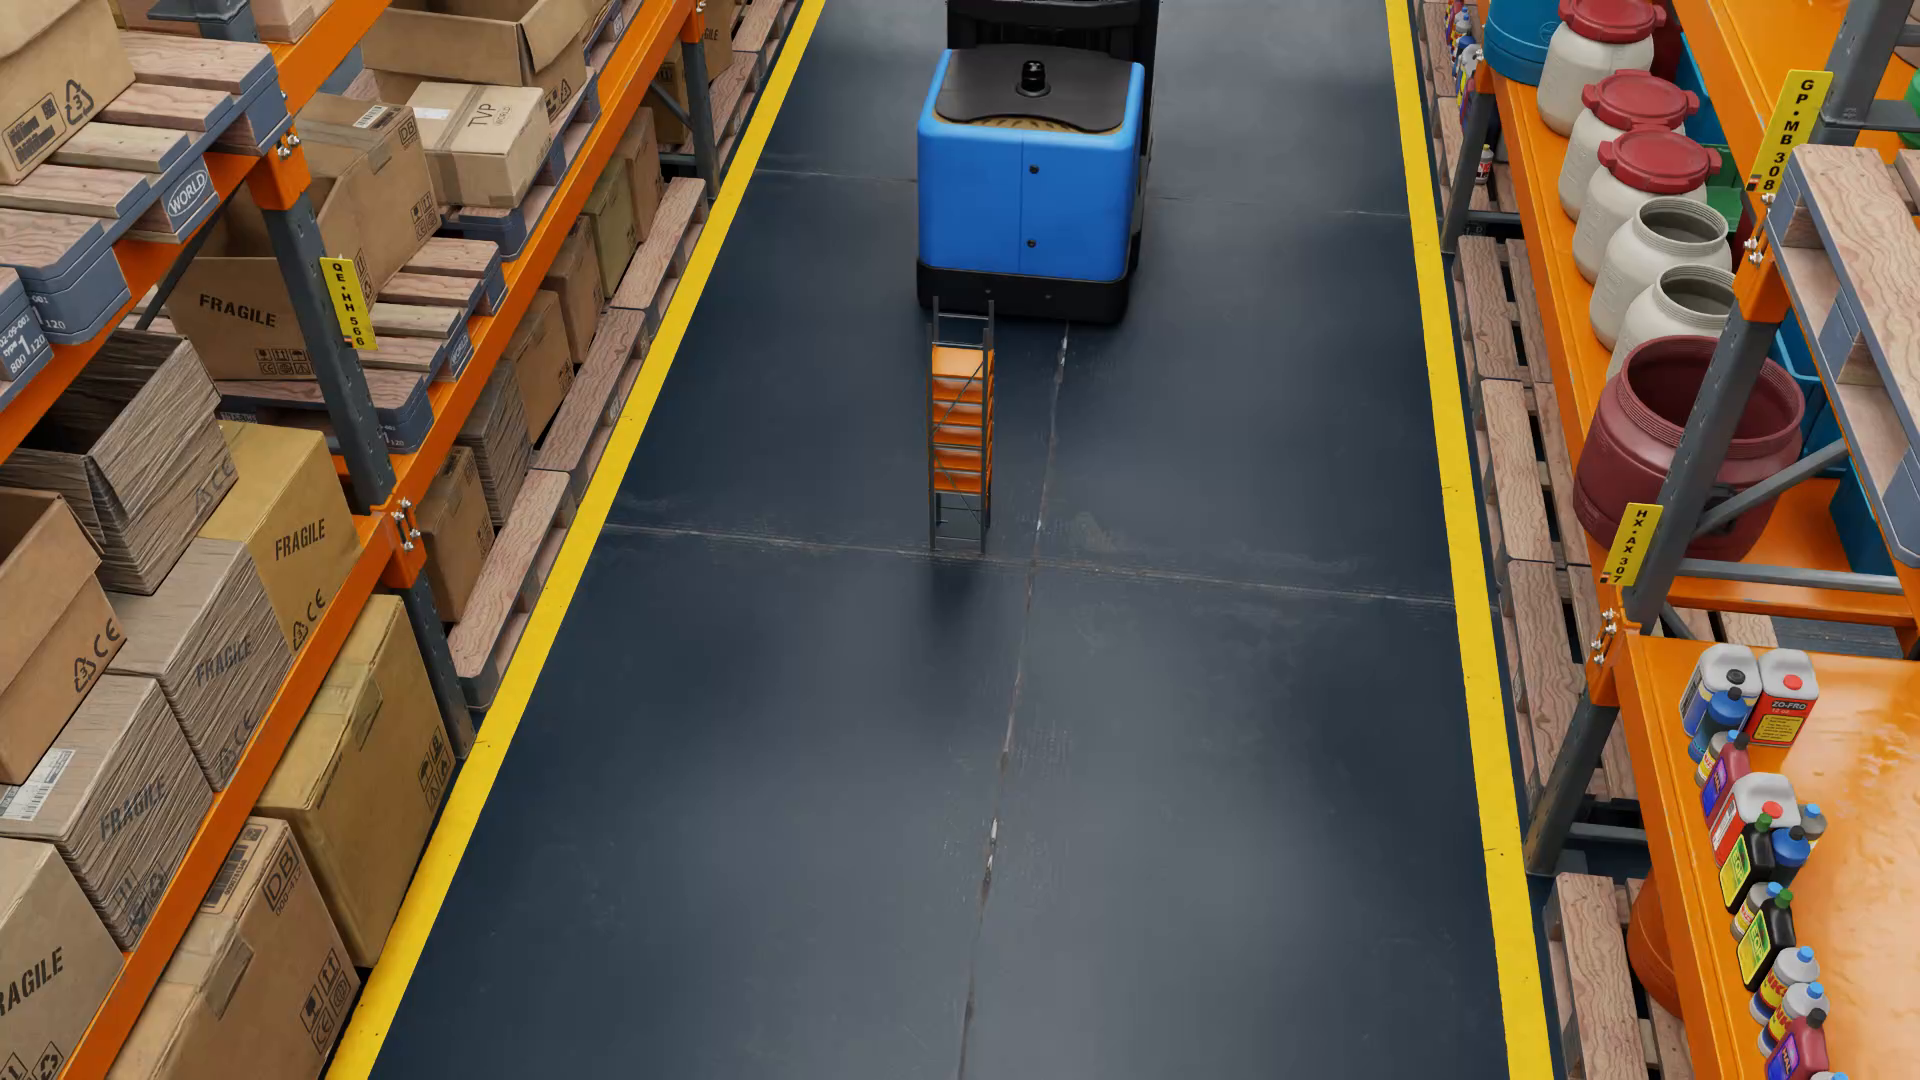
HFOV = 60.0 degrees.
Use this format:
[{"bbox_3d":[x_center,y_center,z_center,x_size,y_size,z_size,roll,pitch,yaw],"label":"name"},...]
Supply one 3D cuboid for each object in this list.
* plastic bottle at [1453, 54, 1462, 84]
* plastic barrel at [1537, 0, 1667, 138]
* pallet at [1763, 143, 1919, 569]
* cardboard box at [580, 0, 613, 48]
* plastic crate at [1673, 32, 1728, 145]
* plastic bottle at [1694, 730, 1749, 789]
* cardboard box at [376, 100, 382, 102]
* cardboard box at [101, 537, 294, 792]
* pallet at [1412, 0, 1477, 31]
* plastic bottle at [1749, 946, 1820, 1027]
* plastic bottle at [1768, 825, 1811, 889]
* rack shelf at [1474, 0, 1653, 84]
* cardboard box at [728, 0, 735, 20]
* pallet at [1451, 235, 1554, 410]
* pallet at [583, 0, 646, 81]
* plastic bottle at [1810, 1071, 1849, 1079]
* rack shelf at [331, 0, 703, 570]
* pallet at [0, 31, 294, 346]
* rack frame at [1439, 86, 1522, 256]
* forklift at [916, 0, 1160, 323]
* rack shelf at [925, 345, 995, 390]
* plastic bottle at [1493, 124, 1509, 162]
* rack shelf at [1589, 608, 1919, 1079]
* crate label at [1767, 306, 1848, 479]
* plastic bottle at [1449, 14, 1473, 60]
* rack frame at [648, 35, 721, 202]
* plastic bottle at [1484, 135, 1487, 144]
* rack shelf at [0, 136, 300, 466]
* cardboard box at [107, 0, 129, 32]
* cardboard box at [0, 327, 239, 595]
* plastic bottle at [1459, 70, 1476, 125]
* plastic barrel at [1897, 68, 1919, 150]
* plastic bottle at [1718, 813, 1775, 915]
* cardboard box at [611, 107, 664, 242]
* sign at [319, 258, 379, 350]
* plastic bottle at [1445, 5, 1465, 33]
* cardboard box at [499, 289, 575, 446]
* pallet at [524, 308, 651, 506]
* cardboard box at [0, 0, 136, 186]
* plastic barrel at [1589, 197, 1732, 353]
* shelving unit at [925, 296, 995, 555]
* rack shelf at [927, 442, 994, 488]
[{"bbox_3d":[2.945,-2.759,9.697,0.097,0.201,0.097,0,43,0],"label":"plastic bottle"},{"bbox_3d":[2.720,-2.023,7.106,0.433,0.535,0.433,0,43,0],"label":"plastic barrel"},{"bbox_3d":[2.337,-0.388,3.434,1.003,0.211,1.213,5,44,6],"label":"pallet"},{"bbox_3d":[-2.089,-2.898,7.387,1.000,1.000,1.000,6,44,6],"label":"cardboard box"},{"bbox_3d":[3.226,-1.820,7.002,0.392,0.384,0.575,5,44,6],"label":"plastic crate"},{"bbox_3d":[2.102,0.601,4.578,0.097,0.201,0.097,0,43,0],"label":"plastic bottle"},{"bbox_3d":[-2.422,-1.595,6.545,0.396,0.266,0.258,4,44,4],"label":"cardboard box"},{"bbox_3d":[-2.266,0.332,4.645,0.500,0.500,0.500,5,44,5],"label":"cardboard box"},{"bbox_3d":[3.517,-3.710,11.015,1.003,0.211,1.213,5,44,6],"label":"pallet"},{"bbox_3d":[2.006,1.072,4.029,0.097,0.271,0.097,0,43,0],"label":"plastic bottle"},{"bbox_3d":[2.114,0.830,4.286,0.097,0.271,0.097,0,43,0],"label":"plastic bottle"},{"bbox_3d":[3.328,-3.708,9.507,1.077,0.370,4.000,5,44,6],"label":"rack shelf"},{"bbox_3d":[-1.681,-3.391,10.162,0.500,0.500,0.500,2,43,2],"label":"cardboard box"},{"bbox_3d":[2.999,-1.055,8.210,1.003,0.211,1.213,5,44,6],"label":"pallet"},{"bbox_3d":[-2.091,-2.479,7.826,1.003,0.211,1.213,5,44,6],"label":"pallet"},{"bbox_3d":[1.962,1.296,3.793,0.097,0.271,0.097,0,43,0],"label":"plastic bottle"},{"bbox_3d":[-2.110,-1.432,7.104,1.077,0.370,4.000,5,44,6],"label":"rack shelf"},{"bbox_3d":[-2.407,-0.907,3.982,1.213,0.211,1.003,7,44,7],"label":"pallet"},{"bbox_3d":[3.064,-2.606,7.820,1.000,3.000,0.127,5,44,6],"label":"rack frame"},{"bbox_3d":[0.513,-3.167,8.463,1.130,2.935,3.031,6,44,6],"label":"forklift"},{"bbox_3d":[0.002,-0.675,6.631,0.258,0.103,0.180,5,44,6],"label":"rack shelf"},{"bbox_3d":[3.006,-2.256,9.057,0.144,0.351,0.185,5,44,6],"label":"plastic bottle"},{"bbox_3d":[2.271,1.744,3.749,1.077,0.370,4.000,5,44,6],"label":"rack shelf"},{"bbox_3d":[2.935,-0.545,5.618,0.502,0.435,0.616,5,44,6],"label":"crate label"},{"bbox_3d":[2.986,-2.992,9.893,0.097,0.271,0.097,0,43,0],"label":"plastic bottle"},{"bbox_3d":[-1.846,-3.056,8.296,1.000,3.000,0.127,5,44,6],"label":"rack frame"},{"bbox_3d":[2.801,-2.137,8.981,0.061,0.283,0.133,7,44,8],"label":"plastic bottle"},{"bbox_3d":[-2.639,0.205,3.193,1.077,0.370,4.000,5,44,6],"label":"rack shelf"},{"bbox_3d":[-2.555,-1.711,4.803,0.500,0.250,0.500,5,44,6],"label":"cardboard box"},{"bbox_3d":[-2.487,-0.234,4.513,0.797,0.503,0.637,7,44,7],"label":"cardboard box"},{"bbox_3d":[2.869,-2.490,9.354,0.061,0.283,0.133,8,44,8],"label":"plastic bottle"},{"bbox_3d":[2.517,-1.086,4.146,0.294,0.245,0.294,0,43,0],"label":"plastic barrel"},{"bbox_3d":[2.033,0.831,4.276,0.061,0.283,0.133,5,44,6],"label":"plastic bottle"},{"bbox_3d":[-1.948,-1.892,8.564,0.700,0.500,0.500,2,43,2],"label":"cardboard box"},{"bbox_3d":[-1.824,-0.702,4.968,0.100,0.325,0.005,5,44,6],"label":"sign"},{"bbox_3d":[3.030,-3.198,10.161,0.097,0.201,0.097,0,43,0],"label":"plastic bottle"},{"bbox_3d":[-2.177,-0.807,7.418,0.700,0.500,0.500,9,44,9],"label":"cardboard box"},{"bbox_3d":[-2.106,-0.679,7.814,1.003,0.211,1.213,5,44,6],"label":"pallet"},{"bbox_3d":[-2.384,-1.187,3.760,0.797,0.503,0.637,8,44,8],"label":"cardboard box"},{"bbox_3d":[2.515,-0.928,5.967,0.421,0.512,0.421,0,43,0],"label":"plastic barrel"},{"bbox_3d":[0.002,-0.446,6.848,0.258,1.200,0.189,5,44,6],"label":"shelving unit"},{"bbox_3d":[0.002,-0.326,6.961,0.258,0.103,0.180,5,44,6],"label":"rack shelf"}]
